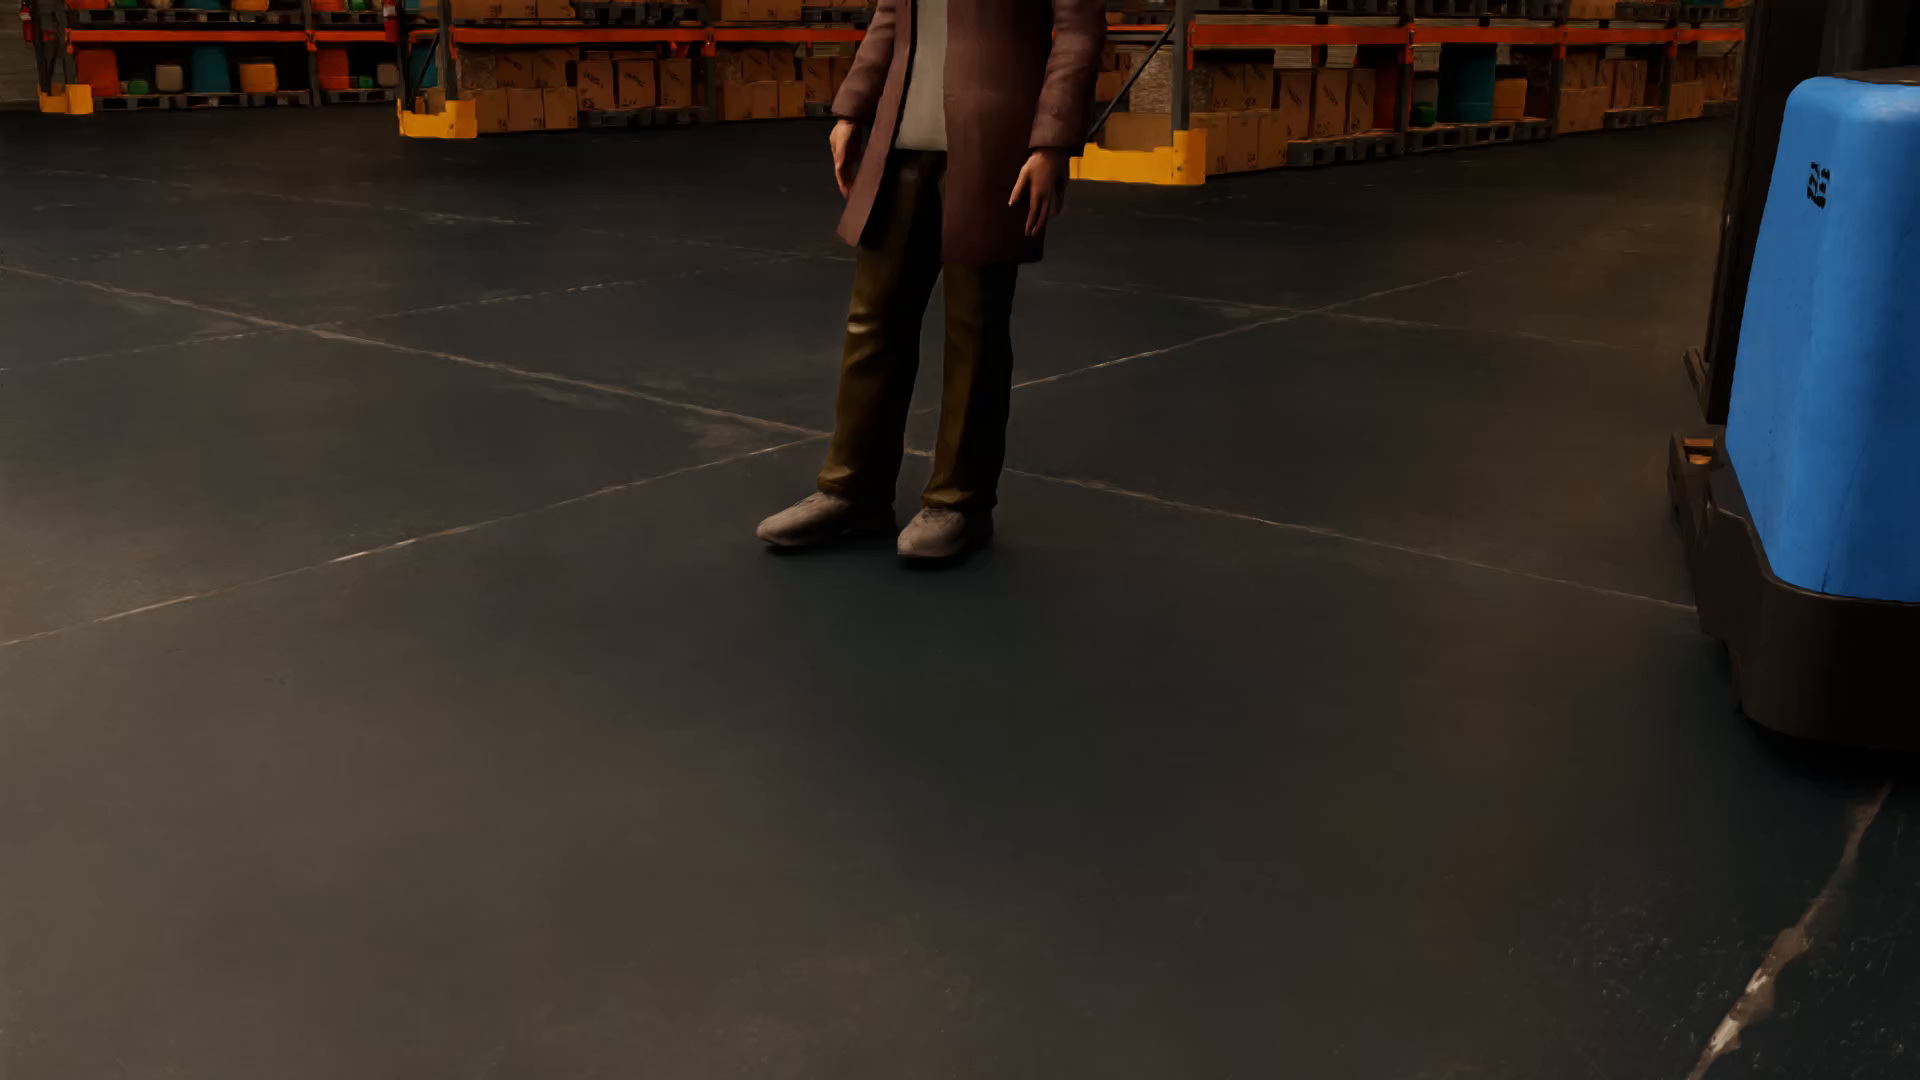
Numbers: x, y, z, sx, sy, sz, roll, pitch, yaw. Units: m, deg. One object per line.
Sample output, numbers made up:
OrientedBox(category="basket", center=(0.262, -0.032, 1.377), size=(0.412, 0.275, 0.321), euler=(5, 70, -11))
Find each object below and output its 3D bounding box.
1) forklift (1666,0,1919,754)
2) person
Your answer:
OrientedBox(category="forklift", center=(2.267, -1.386, 3.463), size=(1.130, 2.935, 3.031), euler=(6, 18, 19))
OrientedBox(category="person", center=(-0.066, -0.839, 3.620), size=(0.684, 1.776, 0.580), euler=(13, 21, 37))
